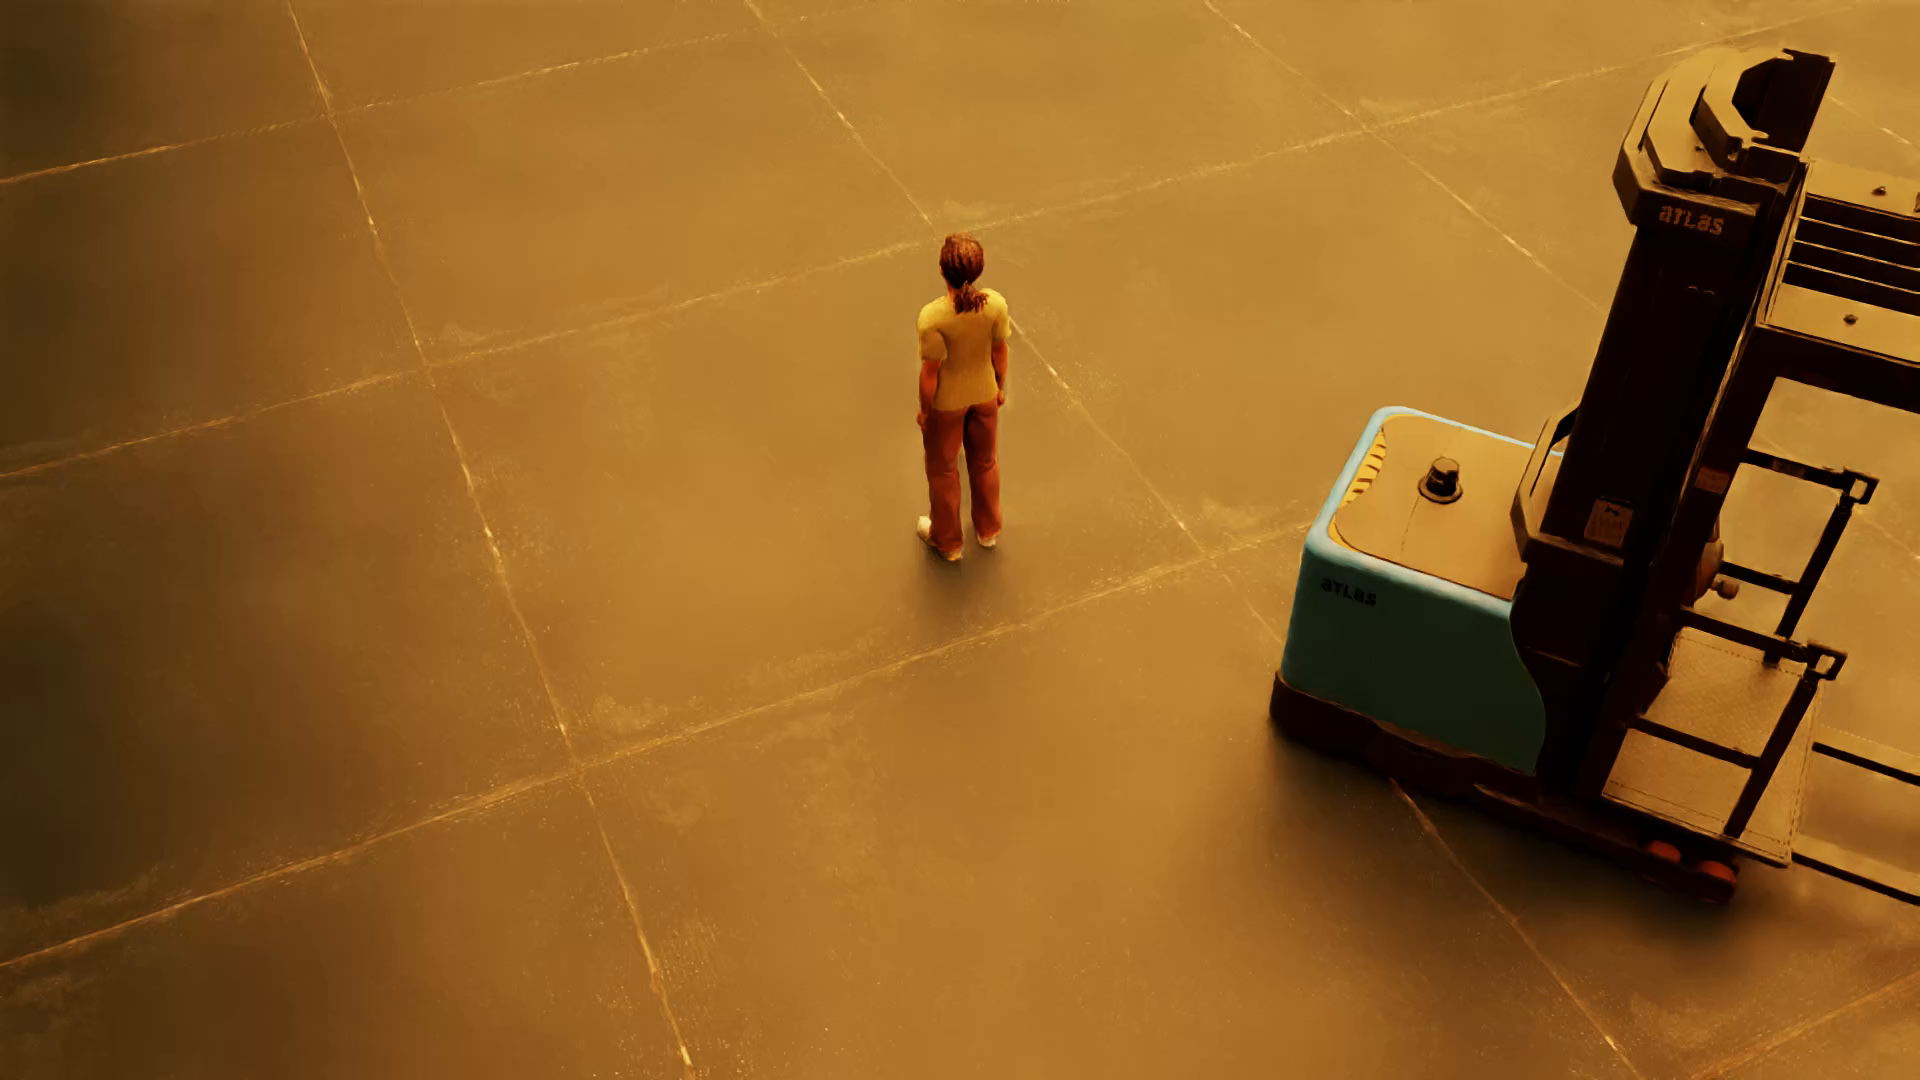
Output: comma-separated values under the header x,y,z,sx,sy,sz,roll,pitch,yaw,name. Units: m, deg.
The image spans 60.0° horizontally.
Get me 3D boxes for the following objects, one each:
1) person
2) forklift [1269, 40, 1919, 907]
x,y,z,sx,sy,sz,roll,pitch,yaw,name
-0.006,-0.616,7.263,0.429,1.673,0.365,-18,46,-18,person
2.842,-0.108,5.796,3.031,2.935,1.130,20,46,20,forklift
